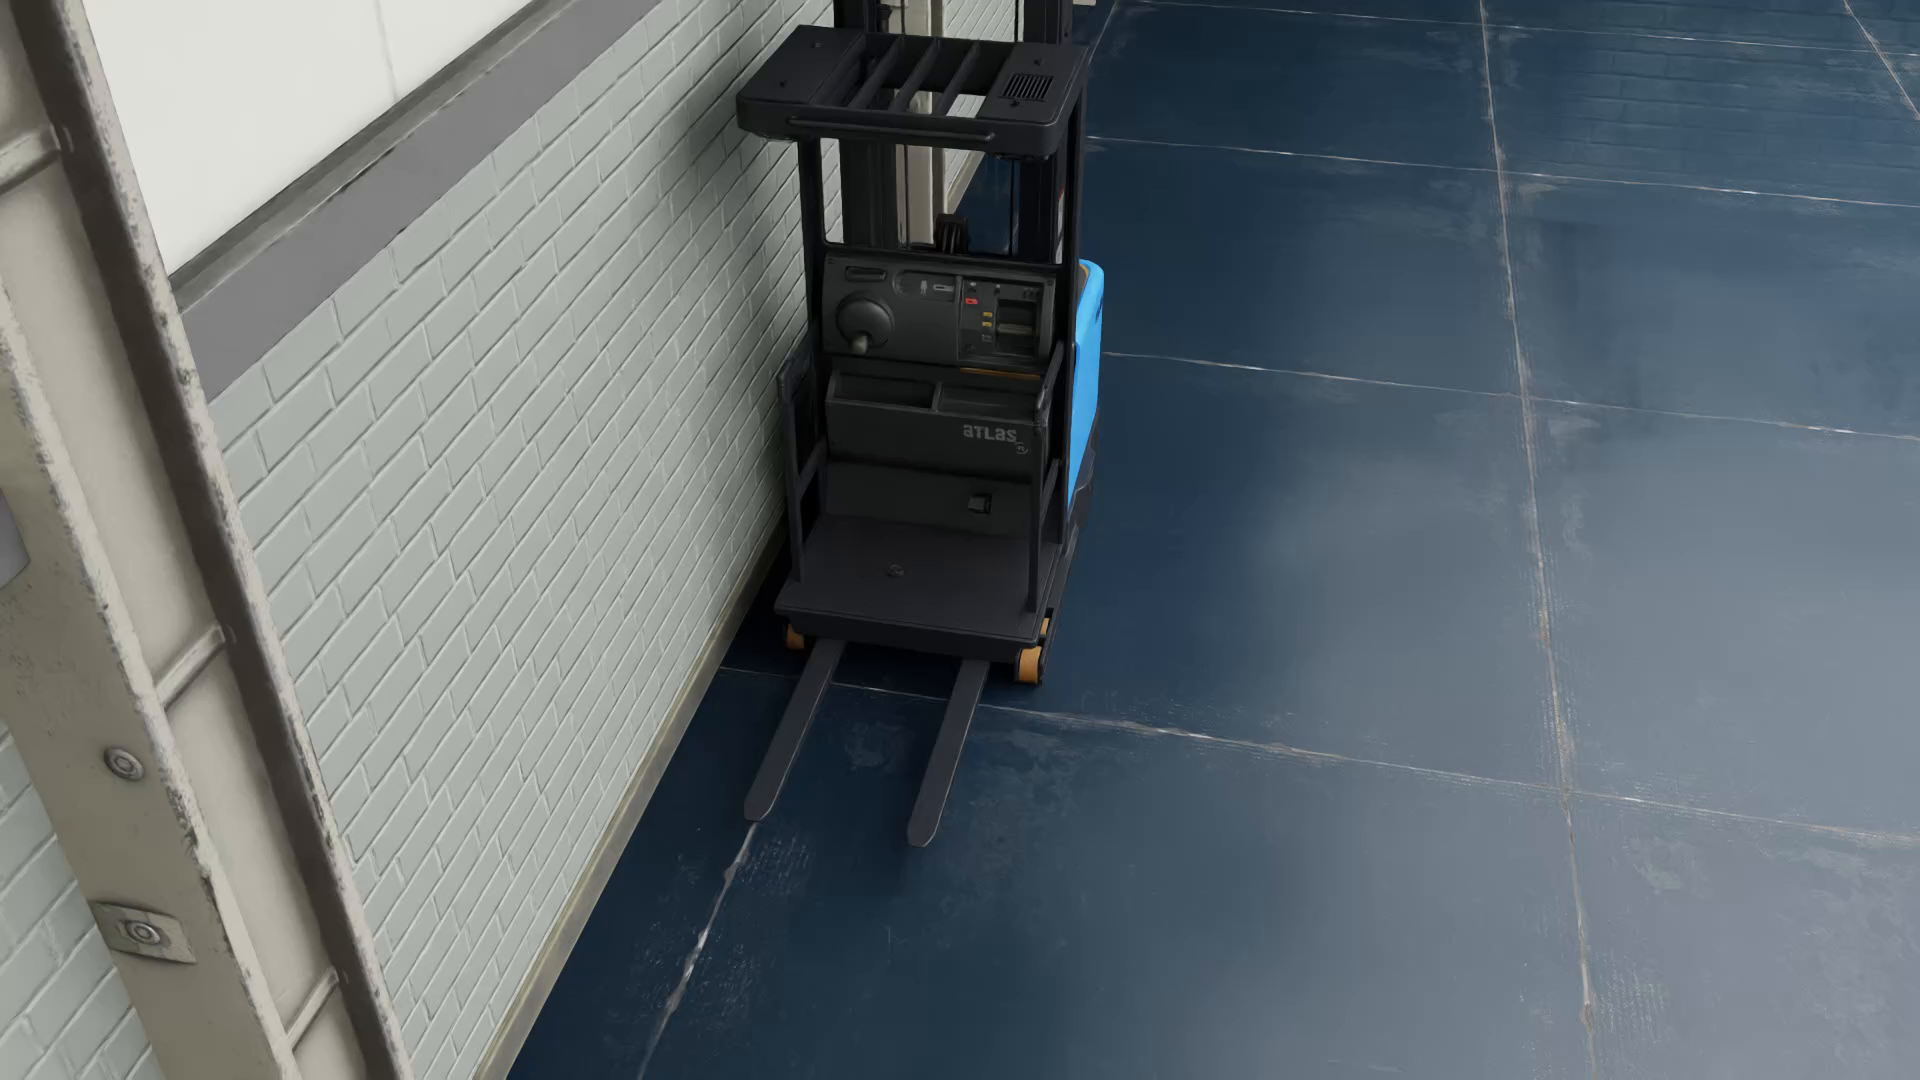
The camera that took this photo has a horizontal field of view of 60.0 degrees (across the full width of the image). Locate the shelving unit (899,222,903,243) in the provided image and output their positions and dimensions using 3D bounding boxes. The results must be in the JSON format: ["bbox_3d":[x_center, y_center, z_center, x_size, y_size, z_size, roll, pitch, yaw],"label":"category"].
[{"bbox_3d":[-0.165,-1.067,8.327,0.252,1.050,0.215,0,36,1],"label":"shelving unit"}]

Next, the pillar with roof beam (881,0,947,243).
[{"bbox_3d":[3.944,-4.275,5.980,9.100,9.000,0.400,7,37,10],"label":"pillar with roof beam"}]

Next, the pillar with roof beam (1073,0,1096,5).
[{"bbox_3d":[5.225,-7.714,10.726,9.100,9.000,0.400,7,37,10],"label":"pillar with roof beam"}]

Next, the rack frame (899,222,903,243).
[{"bbox_3d":[-0.287,-1.068,8.329,0.008,1.050,0.200,0,36,1],"label":"rack frame"}]

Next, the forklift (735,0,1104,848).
[{"bbox_3d":[-0.132,-0.830,6.397,1.130,2.935,3.031,7,37,10],"label":"forklift"}]
